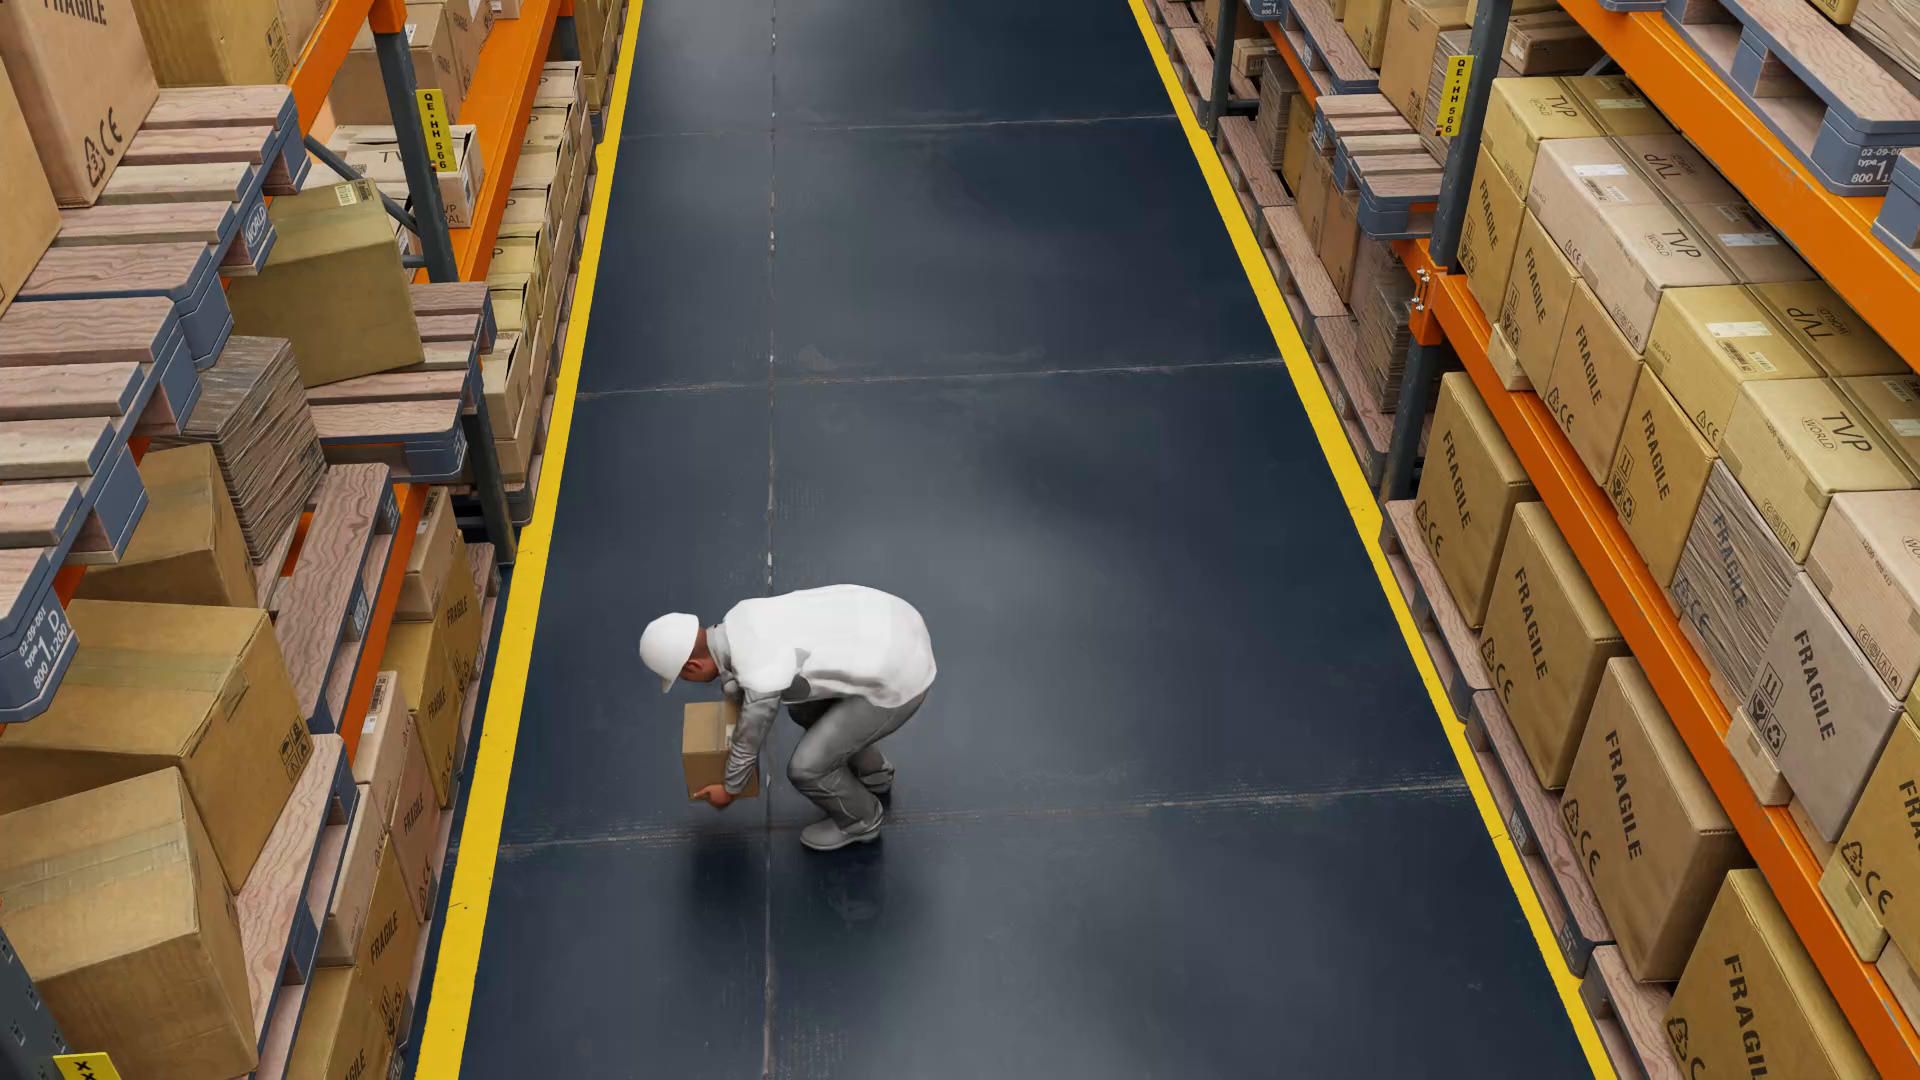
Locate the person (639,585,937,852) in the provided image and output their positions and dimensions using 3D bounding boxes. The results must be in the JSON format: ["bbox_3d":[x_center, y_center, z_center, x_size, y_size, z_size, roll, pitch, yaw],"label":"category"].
[{"bbox_3d":[-0.587,0.634,5.921,0.997,1.053,0.495,-5,39,-6],"label":"person"}]
